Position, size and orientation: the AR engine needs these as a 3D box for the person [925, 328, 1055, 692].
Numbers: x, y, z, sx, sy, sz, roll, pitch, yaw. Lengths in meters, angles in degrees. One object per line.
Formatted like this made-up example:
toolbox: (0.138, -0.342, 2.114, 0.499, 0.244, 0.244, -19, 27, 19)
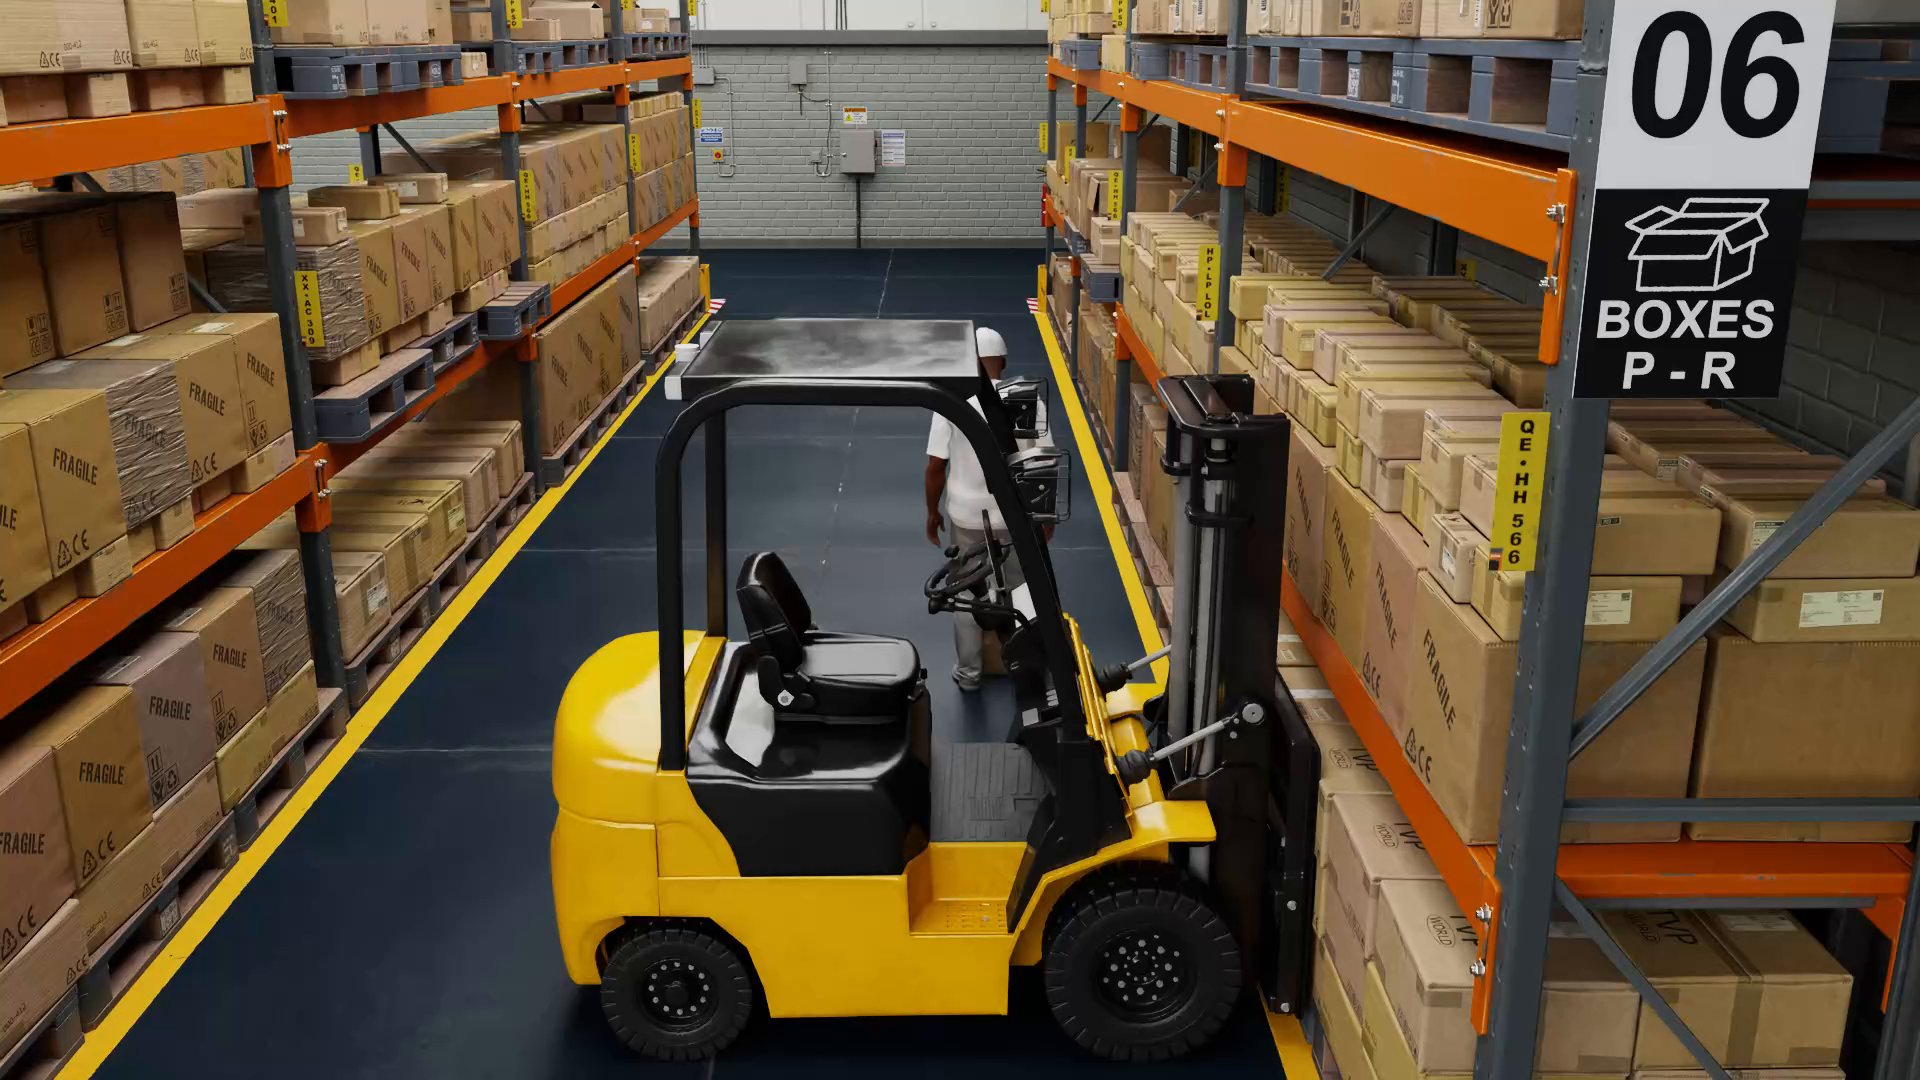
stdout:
person: (0.147, -0.135, 7.965, 0.628, 1.755, 0.453, -1, 17, -2)
